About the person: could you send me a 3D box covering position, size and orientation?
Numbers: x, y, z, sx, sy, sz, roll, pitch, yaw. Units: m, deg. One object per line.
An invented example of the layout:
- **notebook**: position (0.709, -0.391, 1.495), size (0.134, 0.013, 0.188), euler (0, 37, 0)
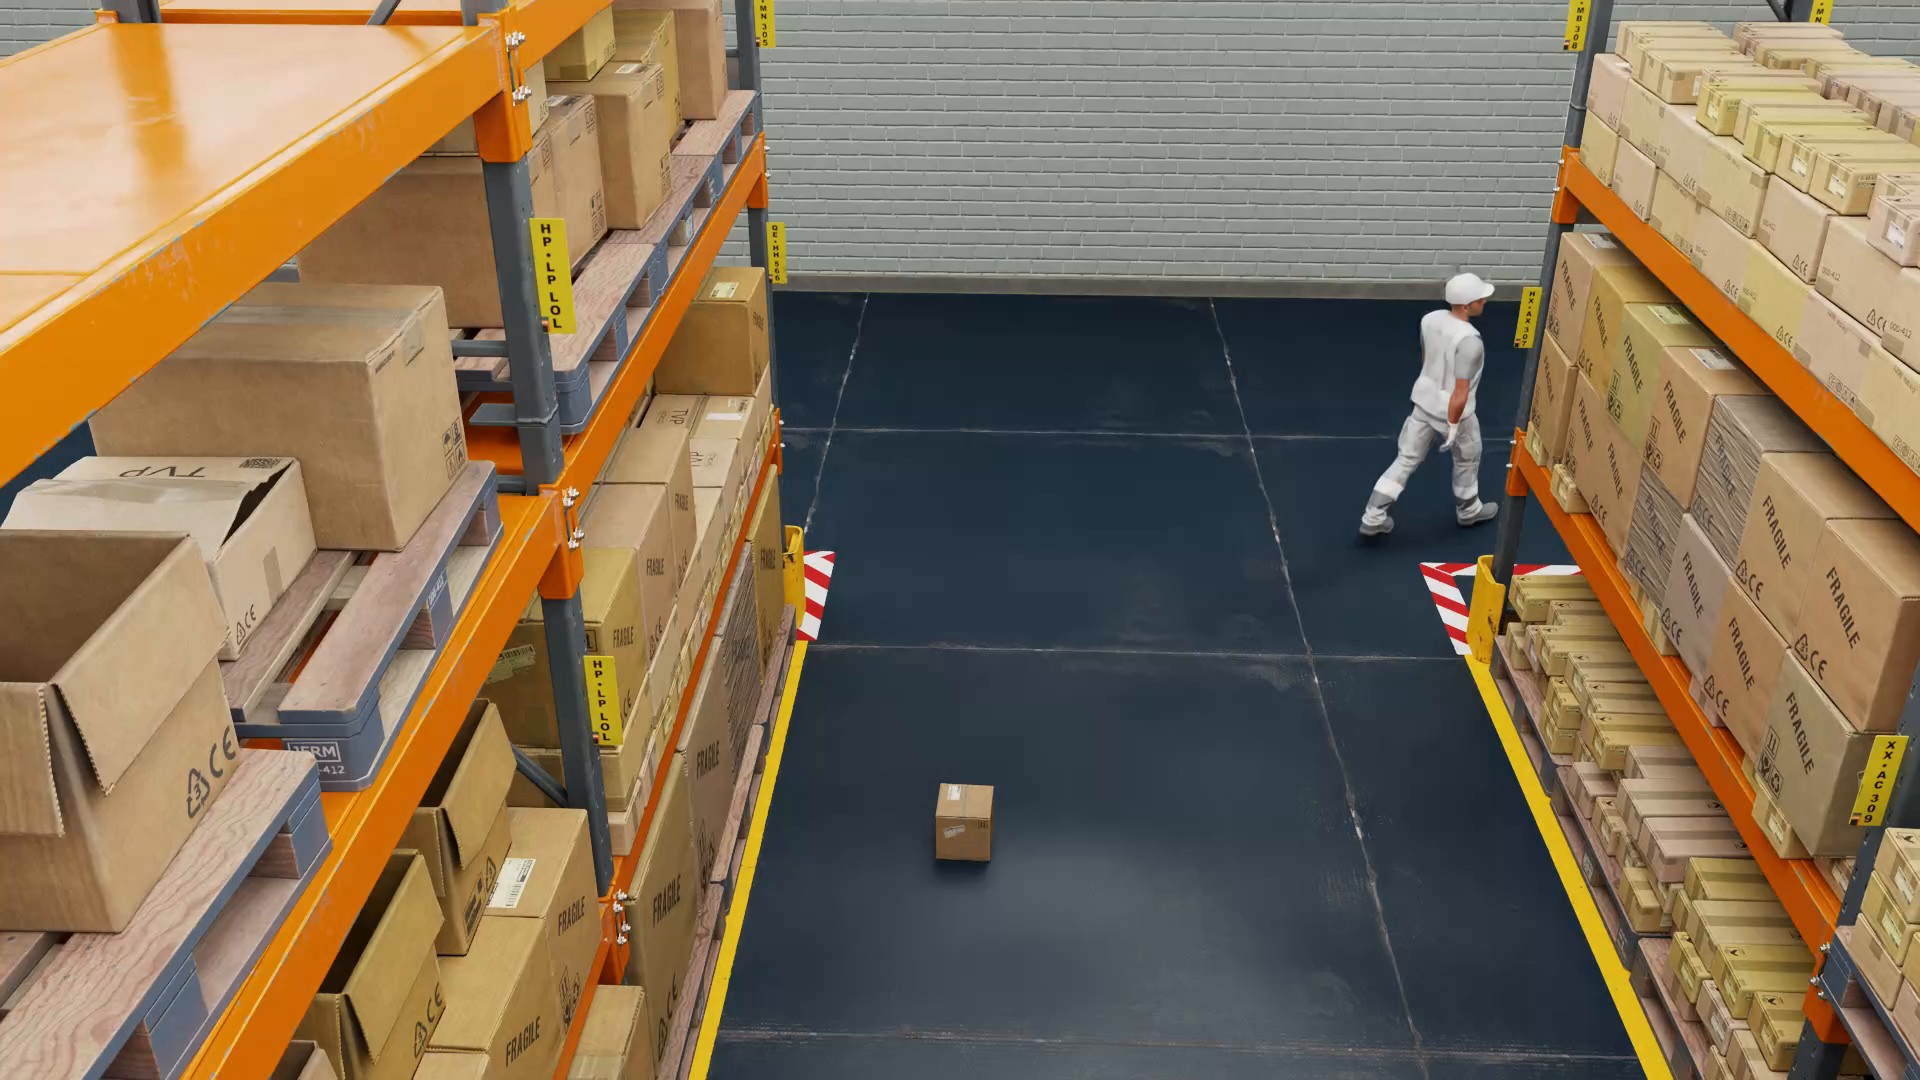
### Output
- **person**: position (3.006, -0.814, 10.181), size (1.065, 1.744, 0.560), euler (-14, 31, -25)
